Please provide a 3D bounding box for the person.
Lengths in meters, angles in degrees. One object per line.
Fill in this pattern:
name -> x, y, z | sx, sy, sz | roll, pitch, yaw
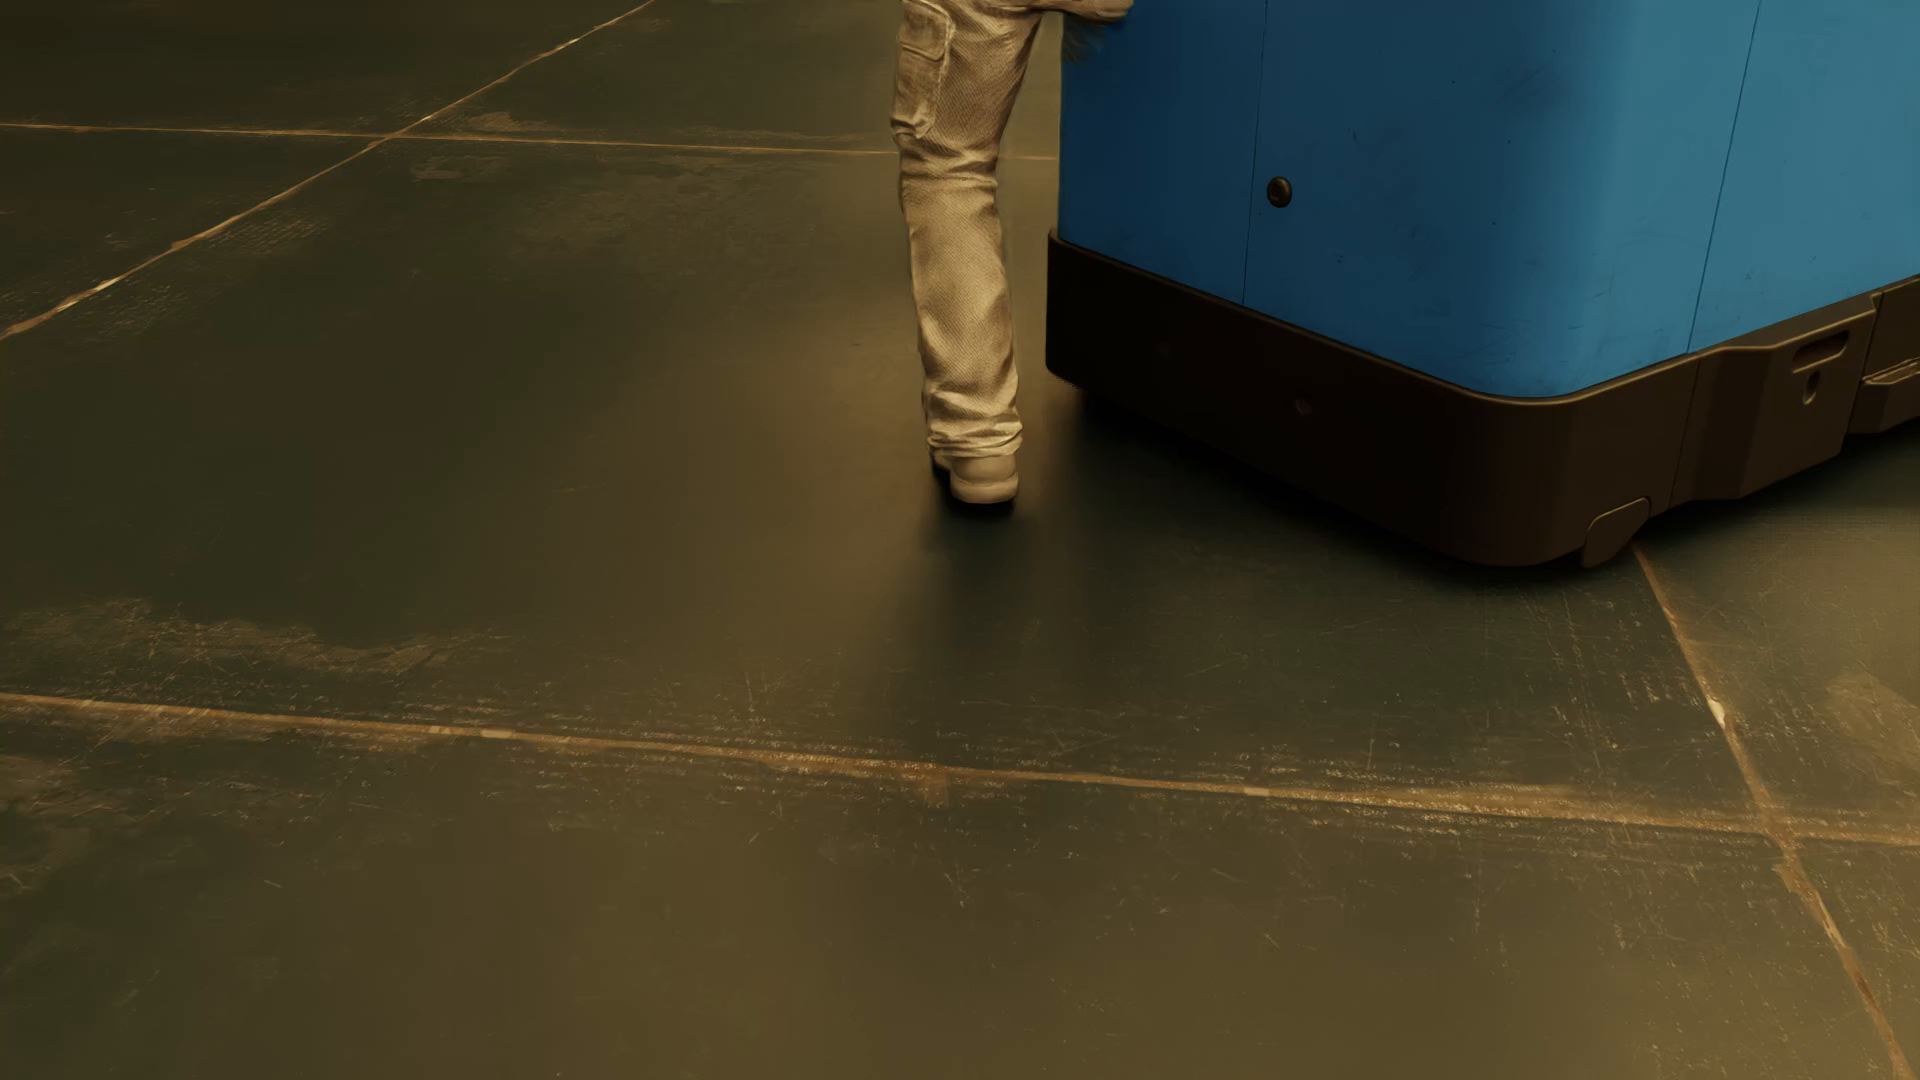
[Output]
person -> 0.192, -0.979, 2.577 | 0.727, 1.719, 0.823 | -3, 27, -7

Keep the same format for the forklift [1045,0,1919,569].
forklift -> 1.646, -1.775, 2.775 | 3.031, 2.935, 1.130 | -18, 32, -32
